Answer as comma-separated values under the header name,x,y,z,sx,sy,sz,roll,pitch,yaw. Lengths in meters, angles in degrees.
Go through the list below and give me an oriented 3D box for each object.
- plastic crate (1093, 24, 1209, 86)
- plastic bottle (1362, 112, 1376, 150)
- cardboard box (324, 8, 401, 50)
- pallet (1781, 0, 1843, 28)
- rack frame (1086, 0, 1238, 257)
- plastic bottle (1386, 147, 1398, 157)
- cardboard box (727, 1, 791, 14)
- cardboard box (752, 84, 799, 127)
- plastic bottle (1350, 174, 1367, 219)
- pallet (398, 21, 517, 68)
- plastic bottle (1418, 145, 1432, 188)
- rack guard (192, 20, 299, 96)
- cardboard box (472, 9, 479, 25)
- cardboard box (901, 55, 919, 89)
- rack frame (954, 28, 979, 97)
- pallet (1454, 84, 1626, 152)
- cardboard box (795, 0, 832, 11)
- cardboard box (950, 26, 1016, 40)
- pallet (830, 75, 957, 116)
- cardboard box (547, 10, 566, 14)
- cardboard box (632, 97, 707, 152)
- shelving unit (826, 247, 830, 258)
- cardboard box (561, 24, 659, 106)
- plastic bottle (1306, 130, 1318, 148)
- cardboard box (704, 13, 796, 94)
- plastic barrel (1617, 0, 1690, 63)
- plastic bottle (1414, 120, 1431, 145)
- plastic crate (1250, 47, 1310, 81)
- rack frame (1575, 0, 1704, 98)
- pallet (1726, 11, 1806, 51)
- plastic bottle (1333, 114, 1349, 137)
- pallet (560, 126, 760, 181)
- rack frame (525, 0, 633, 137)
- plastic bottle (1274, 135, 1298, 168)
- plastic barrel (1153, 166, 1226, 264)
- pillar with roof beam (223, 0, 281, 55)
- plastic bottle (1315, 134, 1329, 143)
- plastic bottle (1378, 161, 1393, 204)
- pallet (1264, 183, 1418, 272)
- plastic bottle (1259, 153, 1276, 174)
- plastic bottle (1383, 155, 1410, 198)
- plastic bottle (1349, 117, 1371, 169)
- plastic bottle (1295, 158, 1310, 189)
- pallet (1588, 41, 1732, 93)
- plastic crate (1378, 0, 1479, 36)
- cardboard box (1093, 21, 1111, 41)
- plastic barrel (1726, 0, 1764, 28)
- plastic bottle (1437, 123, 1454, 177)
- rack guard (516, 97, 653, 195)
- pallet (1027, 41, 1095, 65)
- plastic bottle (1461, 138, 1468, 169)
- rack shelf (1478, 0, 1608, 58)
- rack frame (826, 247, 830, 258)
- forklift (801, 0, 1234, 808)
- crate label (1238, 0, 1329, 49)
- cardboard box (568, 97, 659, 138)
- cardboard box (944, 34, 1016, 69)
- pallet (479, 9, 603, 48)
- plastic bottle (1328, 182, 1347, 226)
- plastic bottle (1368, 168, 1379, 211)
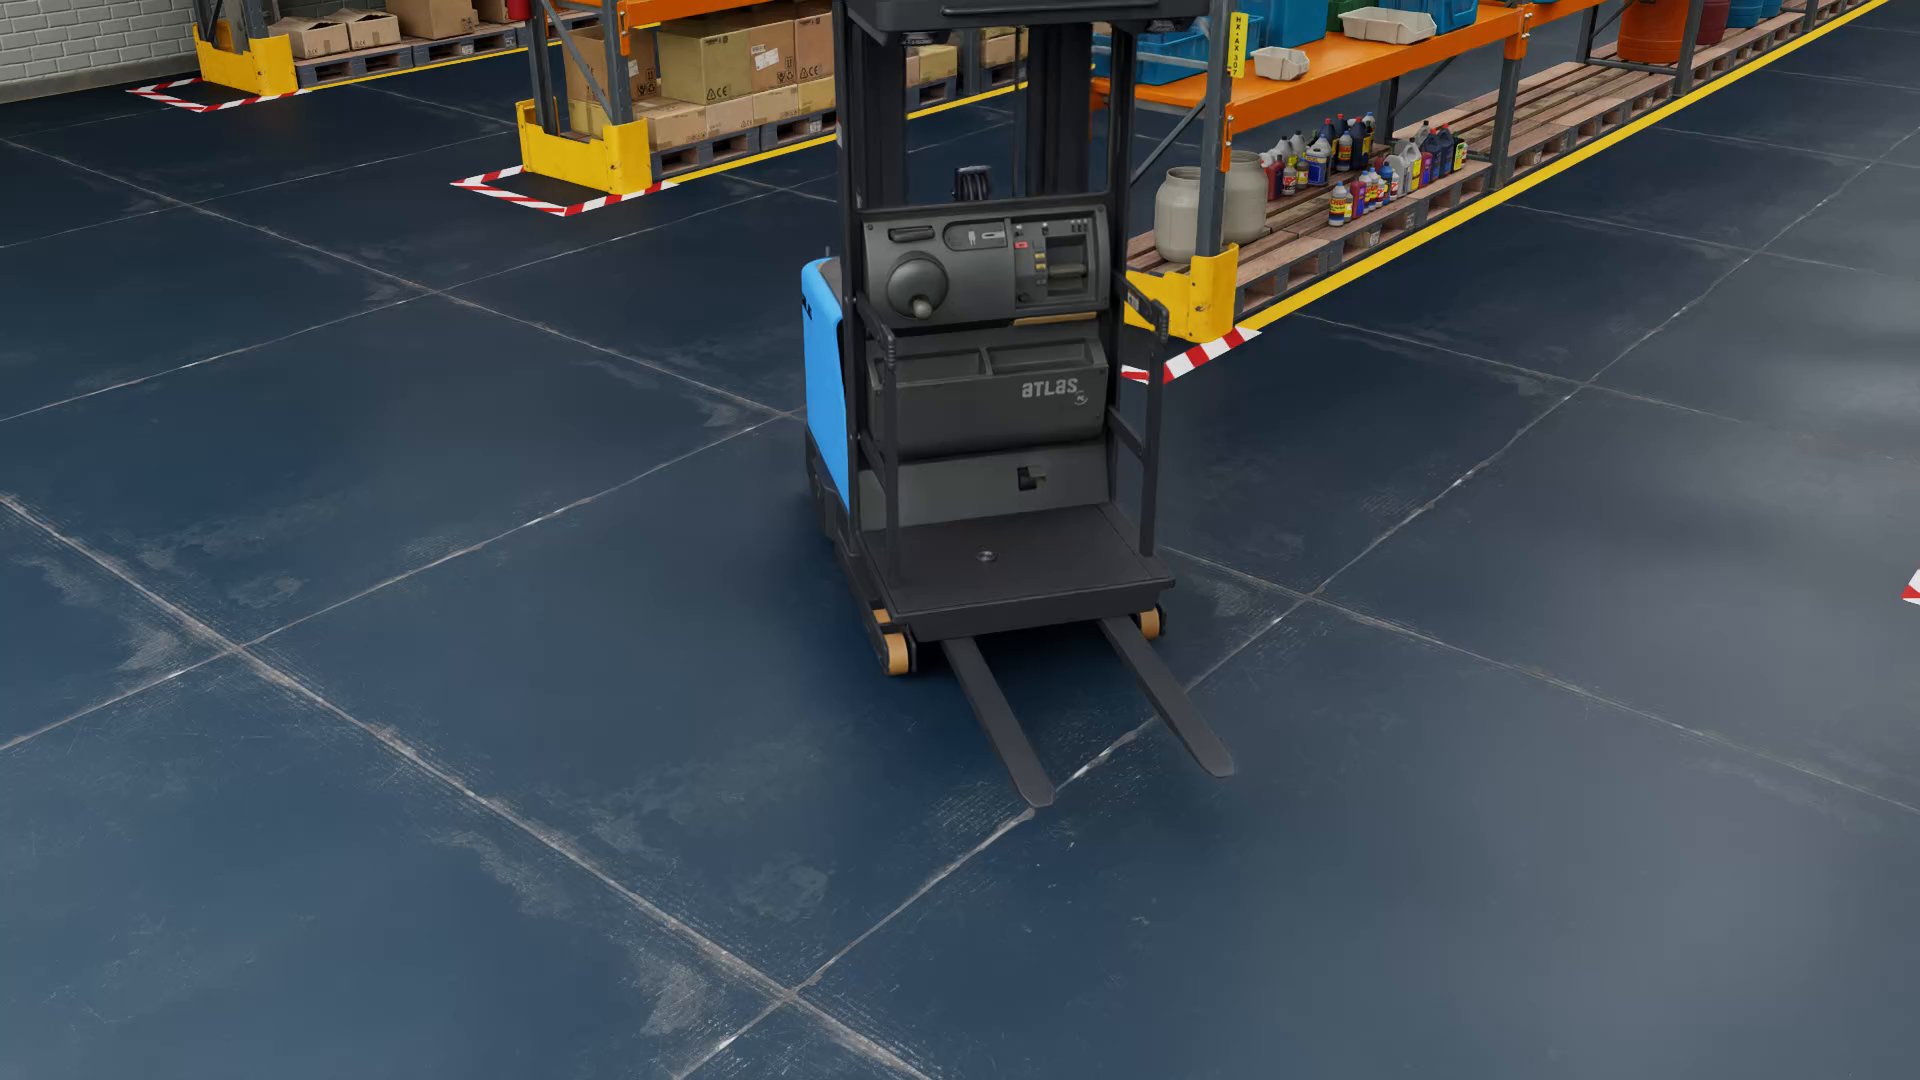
name,x,y,z,sx,sy,sz,roll,pitch,yaw
plastic crate,1.113,-2.820,9.599,0.499,0.251,0.616,21,34,34
plastic bottle,3.029,-3.039,12.349,0.097,0.271,0.097,0,27,0
cardboard box,-5.747,-4.939,15.981,0.500,0.311,0.500,24,36,38
pallet,9.096,-5.910,18.444,1.003,0.211,1.213,21,34,34
rack frame,1.026,-2.622,9.053,1.000,3.000,0.127,21,34,34
plastic bottle,2.960,-2.554,11.401,0.061,0.283,0.133,21,34,34
cardboard box,-1.739,-4.182,13.788,0.500,0.500,0.500,21,34,34
cardboard box,-1.648,-3.516,13.318,0.500,0.250,0.500,21,34,34
plastic bottle,2.577,-2.237,10.787,0.061,0.283,0.133,21,34,35
pallet,-5.250,-5.014,16.712,1.003,0.211,1.213,21,34,34
plastic bottle,3.189,-2.578,11.447,0.061,0.283,0.133,23,35,38
rack guard,-6.571,-4.434,15.276,1.175,0.500,0.348,21,34,34
cardboard box,-5.107,-5.303,16.860,0.380,0.149,0.250,18,32,30
cardboard box,-0.702,-4.051,14.352,0.500,0.250,0.500,21,34,34
rack frame,-0.250,-5.489,14.595,1.000,3.000,0.127,21,34,34
pallet,4.815,-3.525,13.835,1.003,0.211,1.213,21,34,34
cardboard box,-1.018,-4.207,13.836,0.500,0.500,0.500,21,34,34
cardboard box,0.205,-4.777,15.144,0.500,0.311,0.500,21,34,35
pallet,-0.788,-3.981,14.715,1.003,0.211,1.213,21,34,34
cardboard box,-4.392,-5.674,17.558,0.380,0.166,0.250,16,31,28
cardboard box,-2.281,-3.161,12.631,0.500,0.250,0.500,21,34,34
shelving unit,-0.452,-0.879,7.805,0.215,1.050,0.252,19,33,33
cardboard box,-2.683,-3.646,12.753,0.500,0.500,0.500,21,34,34
plastic bottle,2.479,-2.750,11.780,0.061,0.283,0.133,23,35,37
cardboard box,-1.657,-3.853,13.152,0.500,0.500,0.500,21,34,34
plastic barrel,6.412,-4.859,15.283,0.600,0.830,0.708,21,34,34
plastic bottle,3.271,-2.788,11.779,0.144,0.351,0.185,21,34,34
plastic crate,1.843,-2.728,9.545,0.298,0.136,0.250,21,34,34
rack frame,6.114,-5.458,14.536,1.000,3.000,0.127,21,34,34
pallet,8.135,-5.376,17.413,1.003,0.211,1.213,21,34,34
plastic bottle,2.736,-2.894,11.983,0.144,0.351,0.185,22,34,36
pallet,-2.340,-3.115,13.042,1.003,0.211,1.213,21,34,34
rack frame,-2.794,-4.071,11.854,1.000,3.000,0.127,21,34,34
plastic bottle,2.227,-2.610,11.435,0.144,0.351,0.185,22,35,36
plastic barrel,1.385,-1.959,10.022,0.421,0.512,0.421,0,27,0
pillar with roof beam,-3.519,-7.424,11.808,9.100,9.000,0.400,21,34,34
plastic bottle,2.552,-2.728,11.750,0.097,0.271,0.097,0,27,0
plastic bottle,2.830,-2.386,11.088,0.097,0.271,0.097,0,27,0
pallet,2.335,-2.141,11.159,1.003,0.211,1.213,21,34,34
plastic bottle,2.037,-2.468,11.241,0.152,0.276,0.135,21,34,35
plastic bottle,2.949,-2.474,11.253,0.152,0.276,0.135,21,34,35
plastic bottle,2.847,-2.852,11.902,0.144,0.351,0.185,21,34,34
plastic bottle,2.349,-2.524,11.431,0.097,0.201,0.097,0,27,0
pallet,6.583,-4.511,15.740,1.003,0.211,1.213,21,34,34
plastic crate,3.075,-3.502,10.917,0.499,0.251,0.616,21,34,34
cardboard box,1.176,-5.070,16.321,0.500,0.250,0.500,22,34,35
plastic barrel,7.849,-5.692,16.814,0.600,0.901,0.708,21,34,34
plastic bottle,3.383,-2.746,11.698,0.144,0.351,0.185,20,33,33
rack guard,-2.809,-2.952,12.412,1.175,0.500,0.348,21,34,34
pallet,0.964,-4.957,16.603,1.003,0.211,1.213,21,34,34
plastic bottle,3.580,-2.773,11.912,0.097,0.201,0.097,0,27,0
rack shelf,4.842,-4.429,13.330,1.077,0.370,4.000,21,34,34
rack frame,-0.526,-0.834,7.719,0.200,1.050,0.008,19,33,33
forklift,0.164,-0.986,5.966,1.130,2.935,3.031,-7,28,-13
crate label,1.988,-3.369,10.459,0.502,0.435,0.616,21,34,34
cardboard box,-2.681,-3.312,12.924,0.500,0.250,0.500,21,34,34
cardboard box,0.198,-4.525,15.267,0.500,0.250,0.500,20,33,33
pallet,-4.475,-5.448,17.552,1.003,0.211,1.213,21,34,34
plastic bottle,2.419,-2.157,10.645,0.097,0.271,0.097,0,27,0
plastic bottle,2.701,-2.314,10.949,0.097,0.271,0.097,0,27,0
